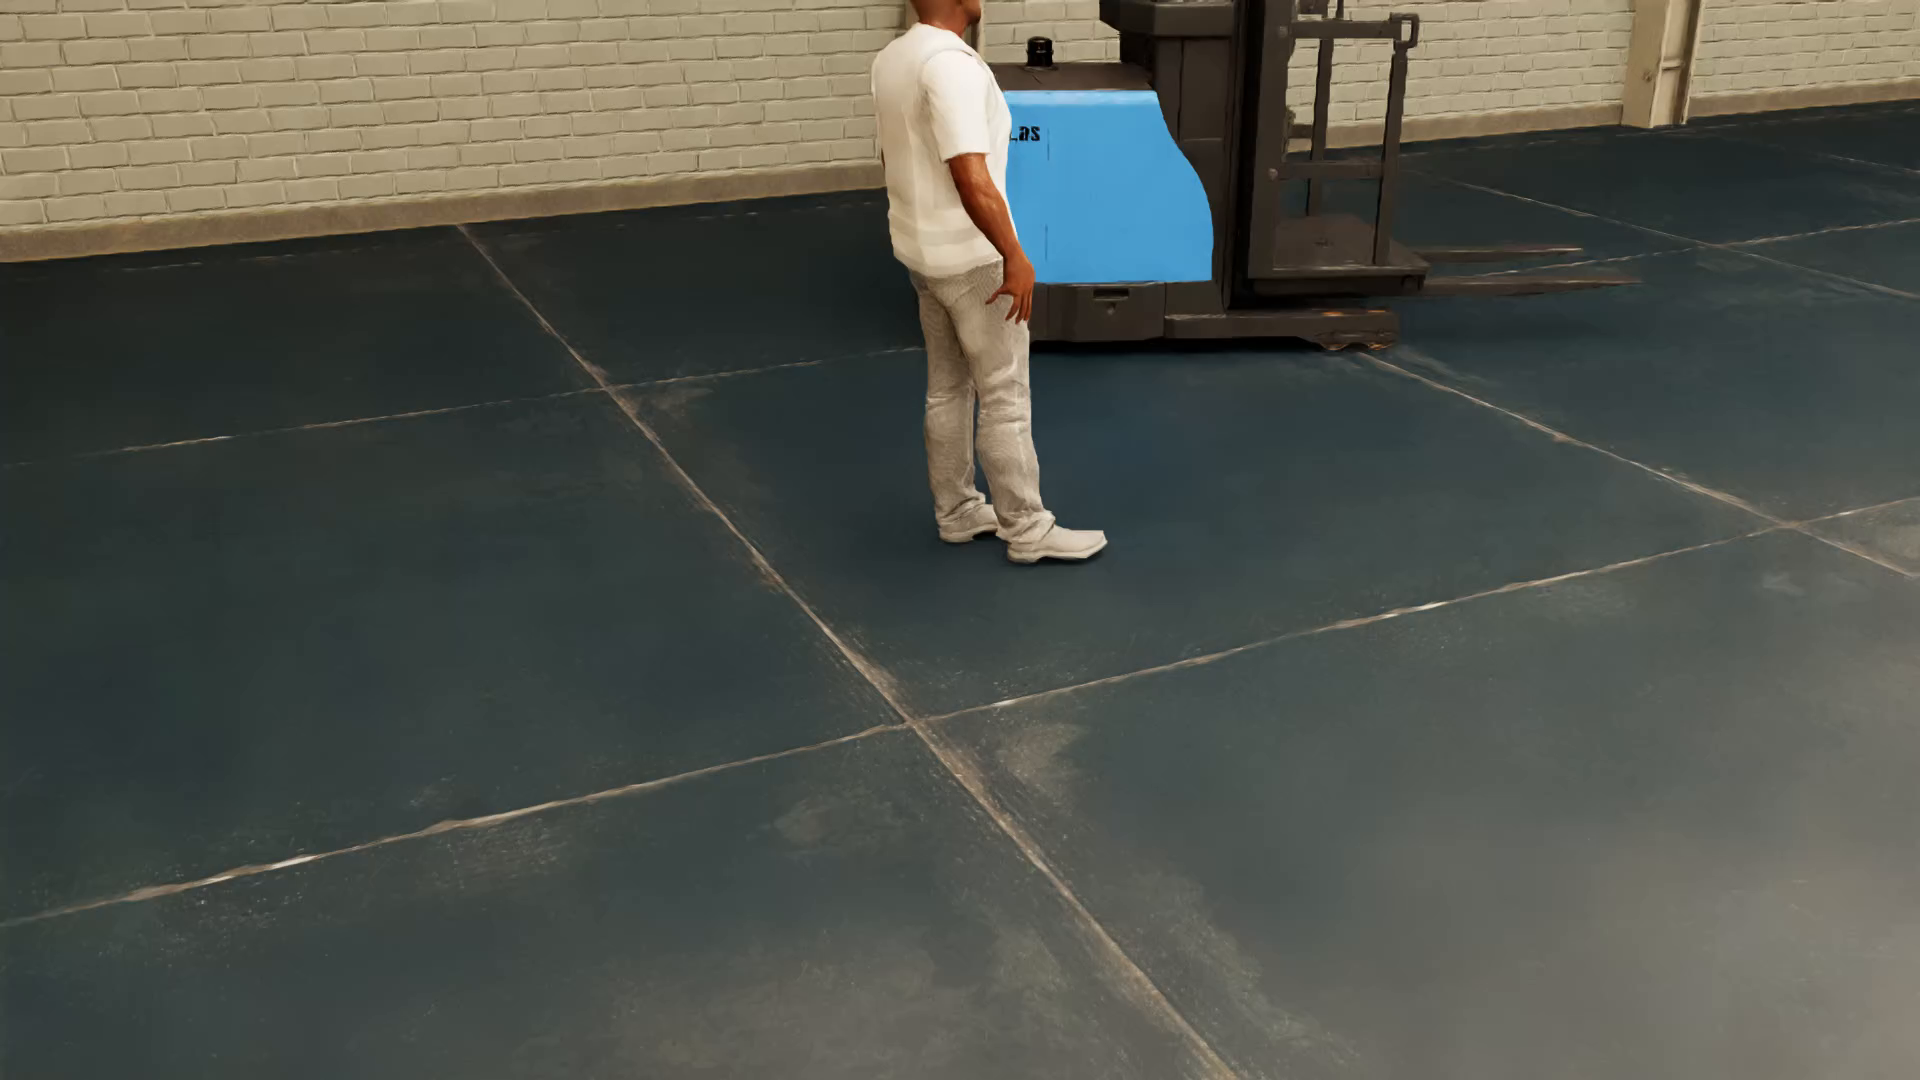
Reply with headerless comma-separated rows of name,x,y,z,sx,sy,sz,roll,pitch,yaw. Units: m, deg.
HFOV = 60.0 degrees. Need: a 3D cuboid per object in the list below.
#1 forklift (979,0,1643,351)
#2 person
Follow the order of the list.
forklift,1.446,-2.356,6.958,3.031,2.935,1.130,-2,23,-5
person,0.065,-0.832,4.788,0.576,1.766,0.665,-10,25,-23
